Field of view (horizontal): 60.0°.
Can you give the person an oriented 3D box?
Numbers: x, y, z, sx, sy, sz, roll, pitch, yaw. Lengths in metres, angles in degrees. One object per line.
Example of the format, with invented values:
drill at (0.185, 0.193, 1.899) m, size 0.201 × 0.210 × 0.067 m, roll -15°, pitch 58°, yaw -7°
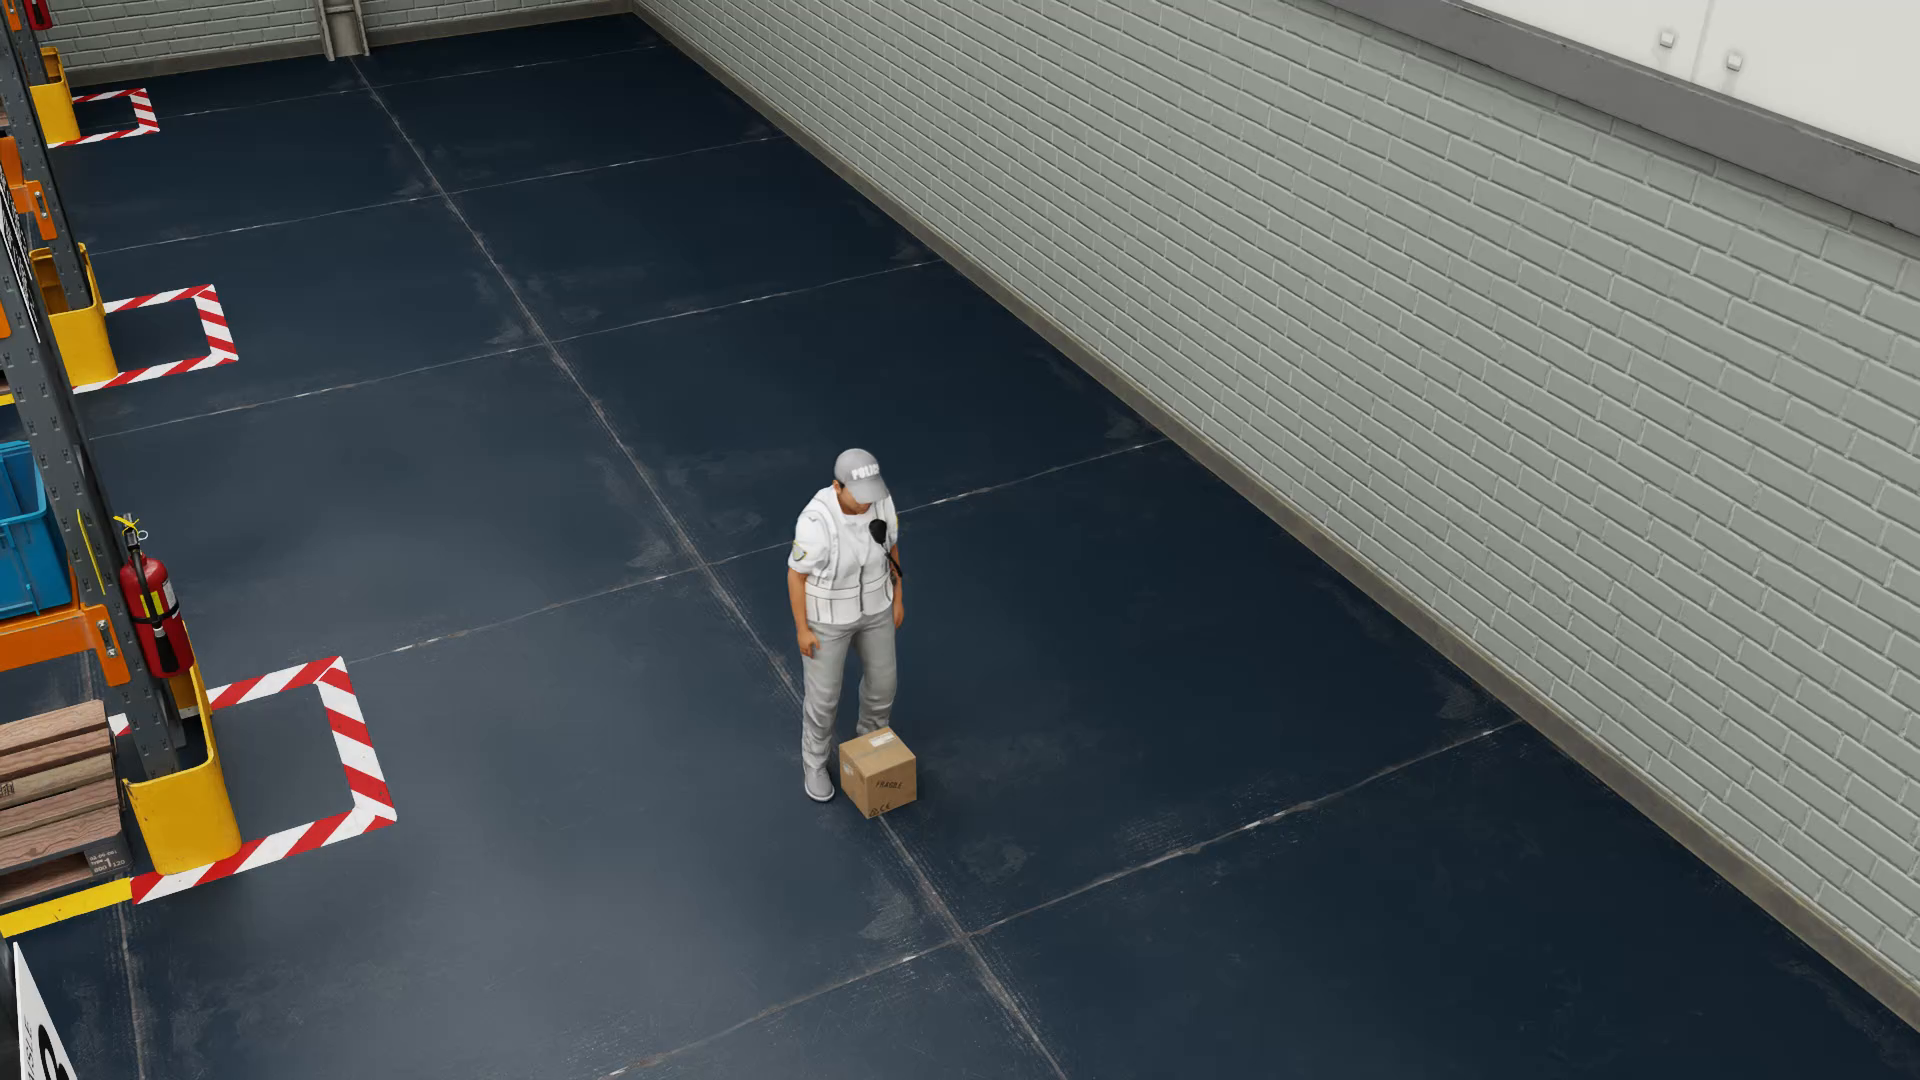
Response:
person at (-0.476, 0.329, 7.103) m, size 0.555 × 1.665 × 0.467 m, roll -18°, pitch 37°, yaw -26°
